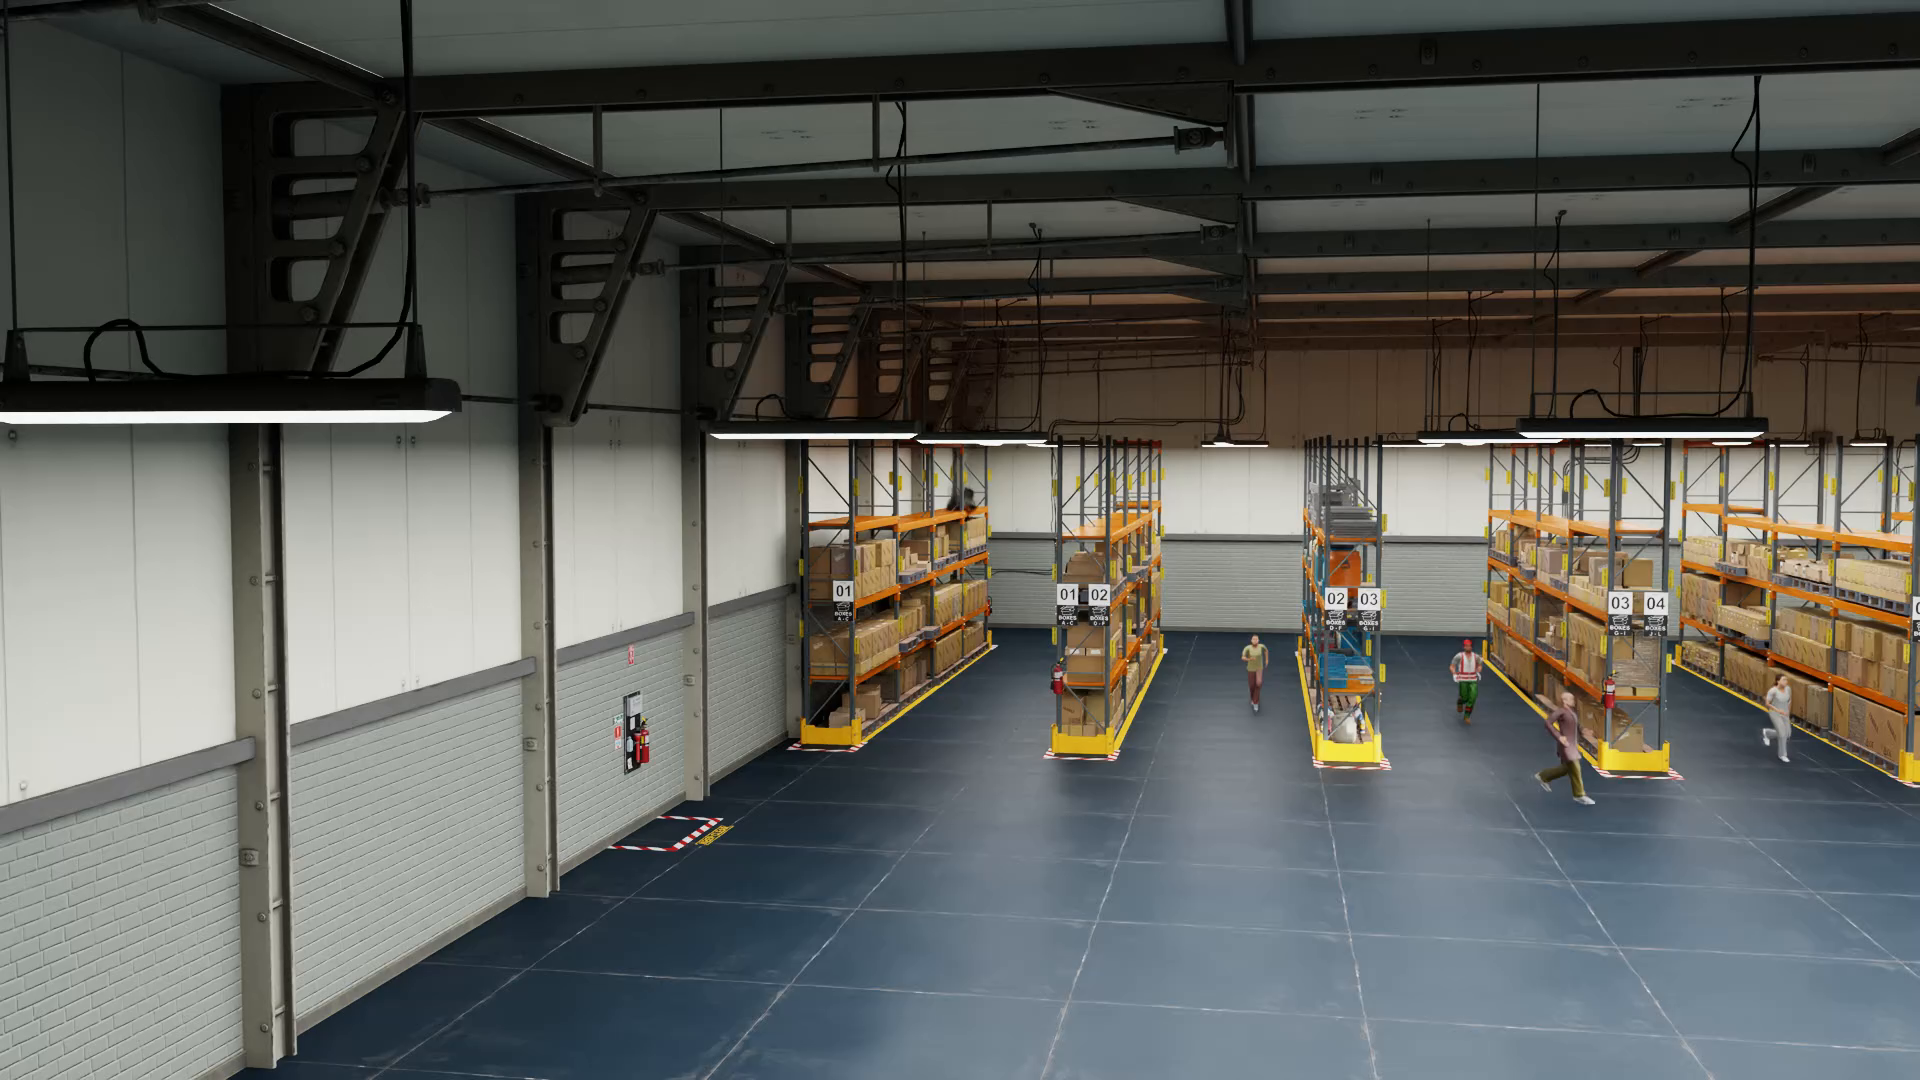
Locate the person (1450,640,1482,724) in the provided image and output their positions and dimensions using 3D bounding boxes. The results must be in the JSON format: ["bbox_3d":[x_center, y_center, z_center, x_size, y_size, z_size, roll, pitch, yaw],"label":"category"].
[{"bbox_3d":[10.697,2.968,35.090,0.670,1.752,0.611,0,3,0],"label":"person"}]

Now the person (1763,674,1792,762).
[{"bbox_3d":[15.142,3.265,30.808,0.593,1.630,0.681,-1,3,-14],"label":"person"}]

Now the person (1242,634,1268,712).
[{"bbox_3d":[6.513,2.906,36.768,0.599,1.701,0.821,0,3,4],"label":"person"}]

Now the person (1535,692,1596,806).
[{"bbox_3d":[9.857,3.370,27.082,1.026,1.786,0.710,2,4,39],"label":"person"}]
